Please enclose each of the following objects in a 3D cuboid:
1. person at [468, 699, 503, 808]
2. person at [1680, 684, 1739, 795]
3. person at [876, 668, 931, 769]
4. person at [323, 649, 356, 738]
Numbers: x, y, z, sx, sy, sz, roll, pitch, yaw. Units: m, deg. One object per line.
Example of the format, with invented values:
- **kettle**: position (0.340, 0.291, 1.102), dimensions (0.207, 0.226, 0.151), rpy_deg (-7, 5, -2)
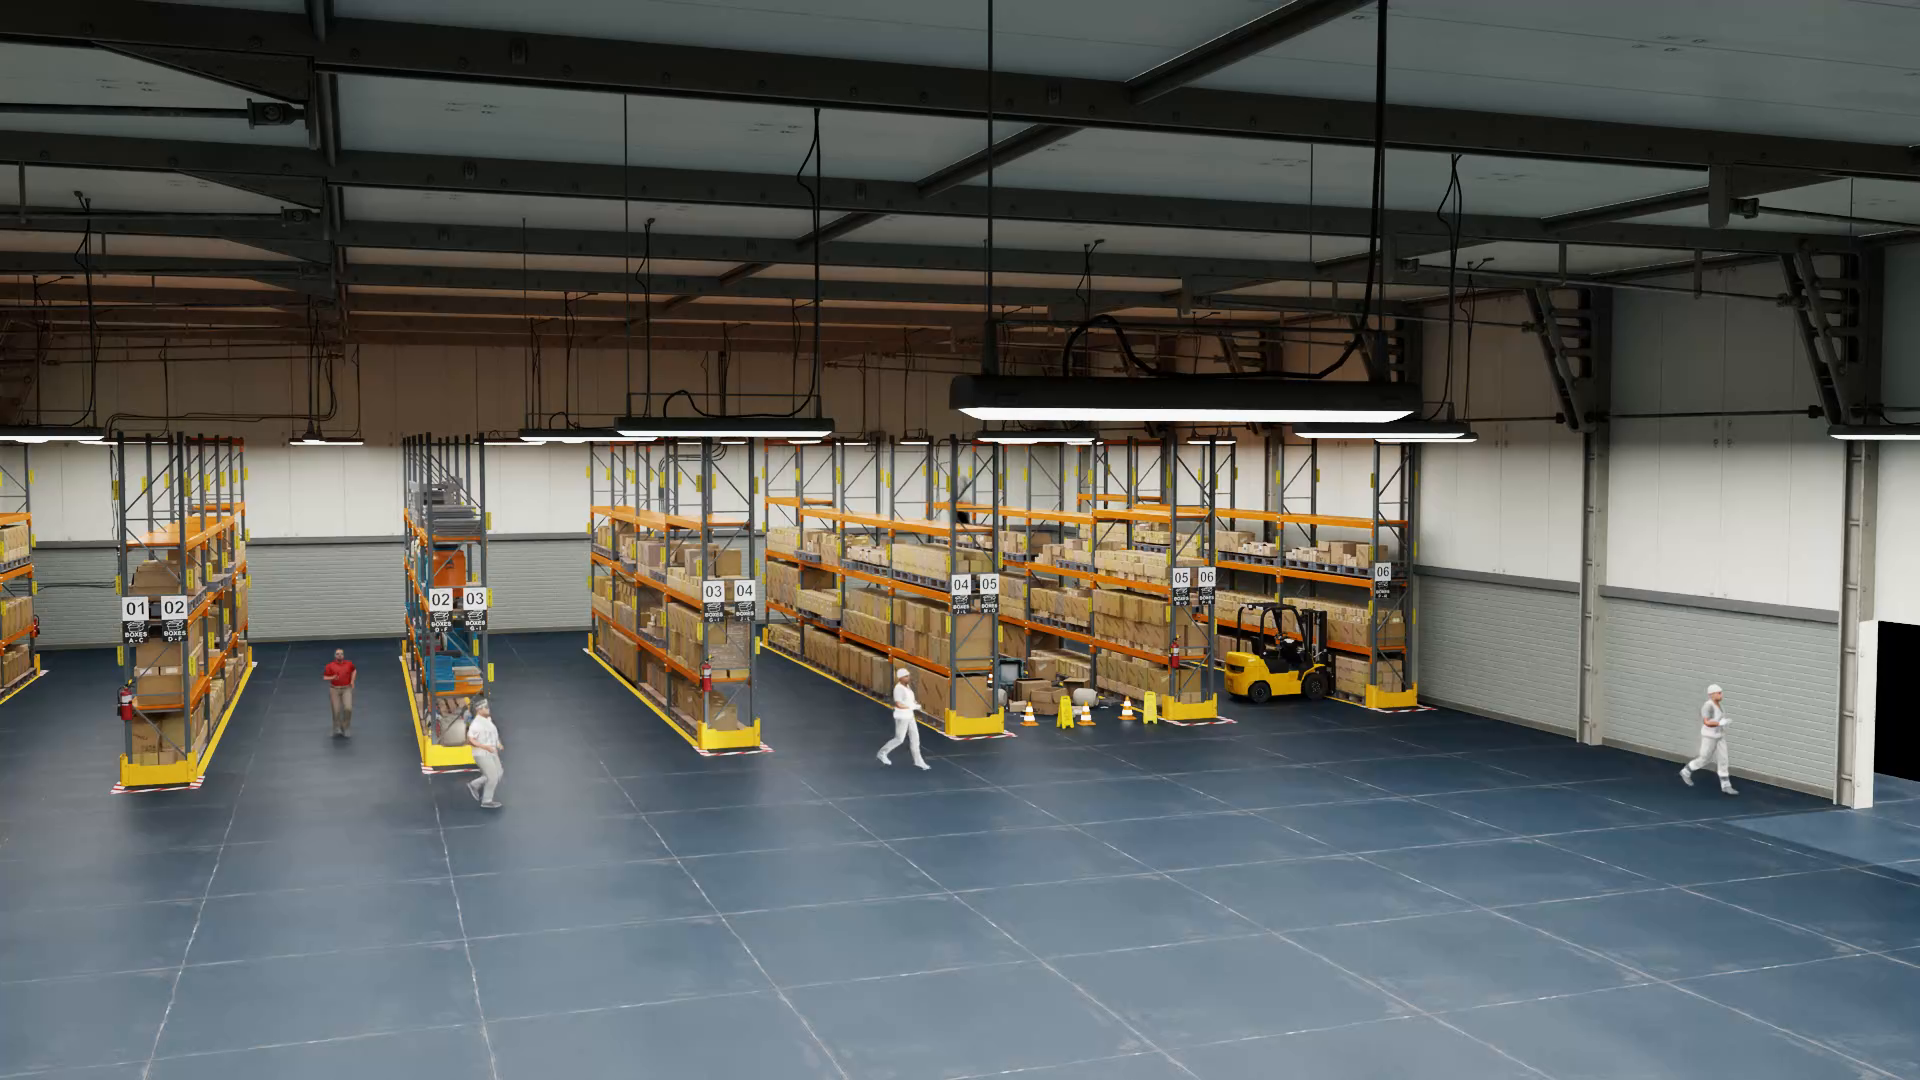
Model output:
- **person**: position (-7.589, 3.383, 26.469), dimensions (0.629, 1.731, 0.661), rpy_deg (0, 3, 8)
- **person**: position (12.431, 3.268, 27.516), dimensions (0.664, 1.772, 0.999), rpy_deg (-2, 4, -35)
- **person**: position (-1.000, 3.180, 29.578), dimensions (0.957, 1.801, 0.690), rpy_deg (1, 3, 15)
- **person**: position (-12.262, 3.047, 32.939), dimensions (0.640, 1.781, 0.727), rpy_deg (-2, 4, -26)
